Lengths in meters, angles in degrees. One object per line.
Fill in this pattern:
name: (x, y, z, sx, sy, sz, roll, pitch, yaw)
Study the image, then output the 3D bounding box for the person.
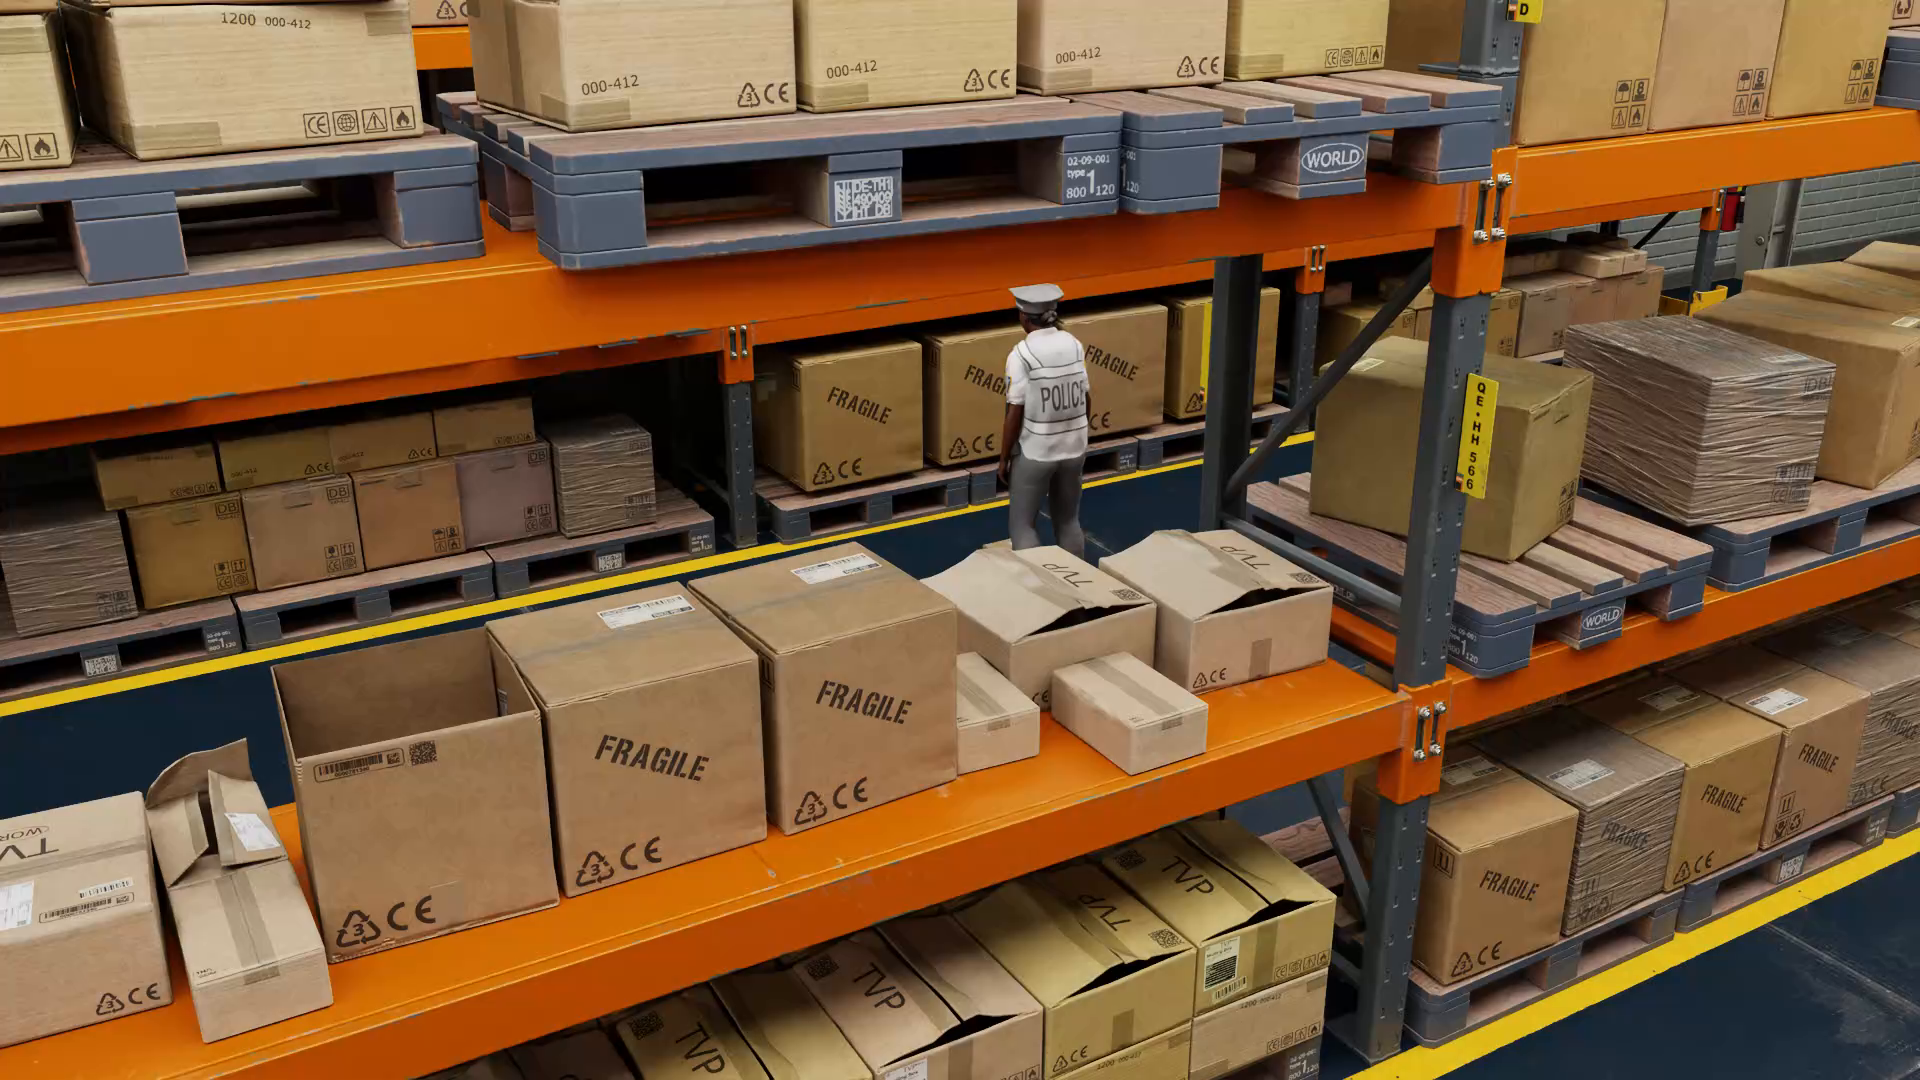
person: (0.418, -0.425, 8.145, 0.507, 1.660, 0.394, -12, 25, -28)
